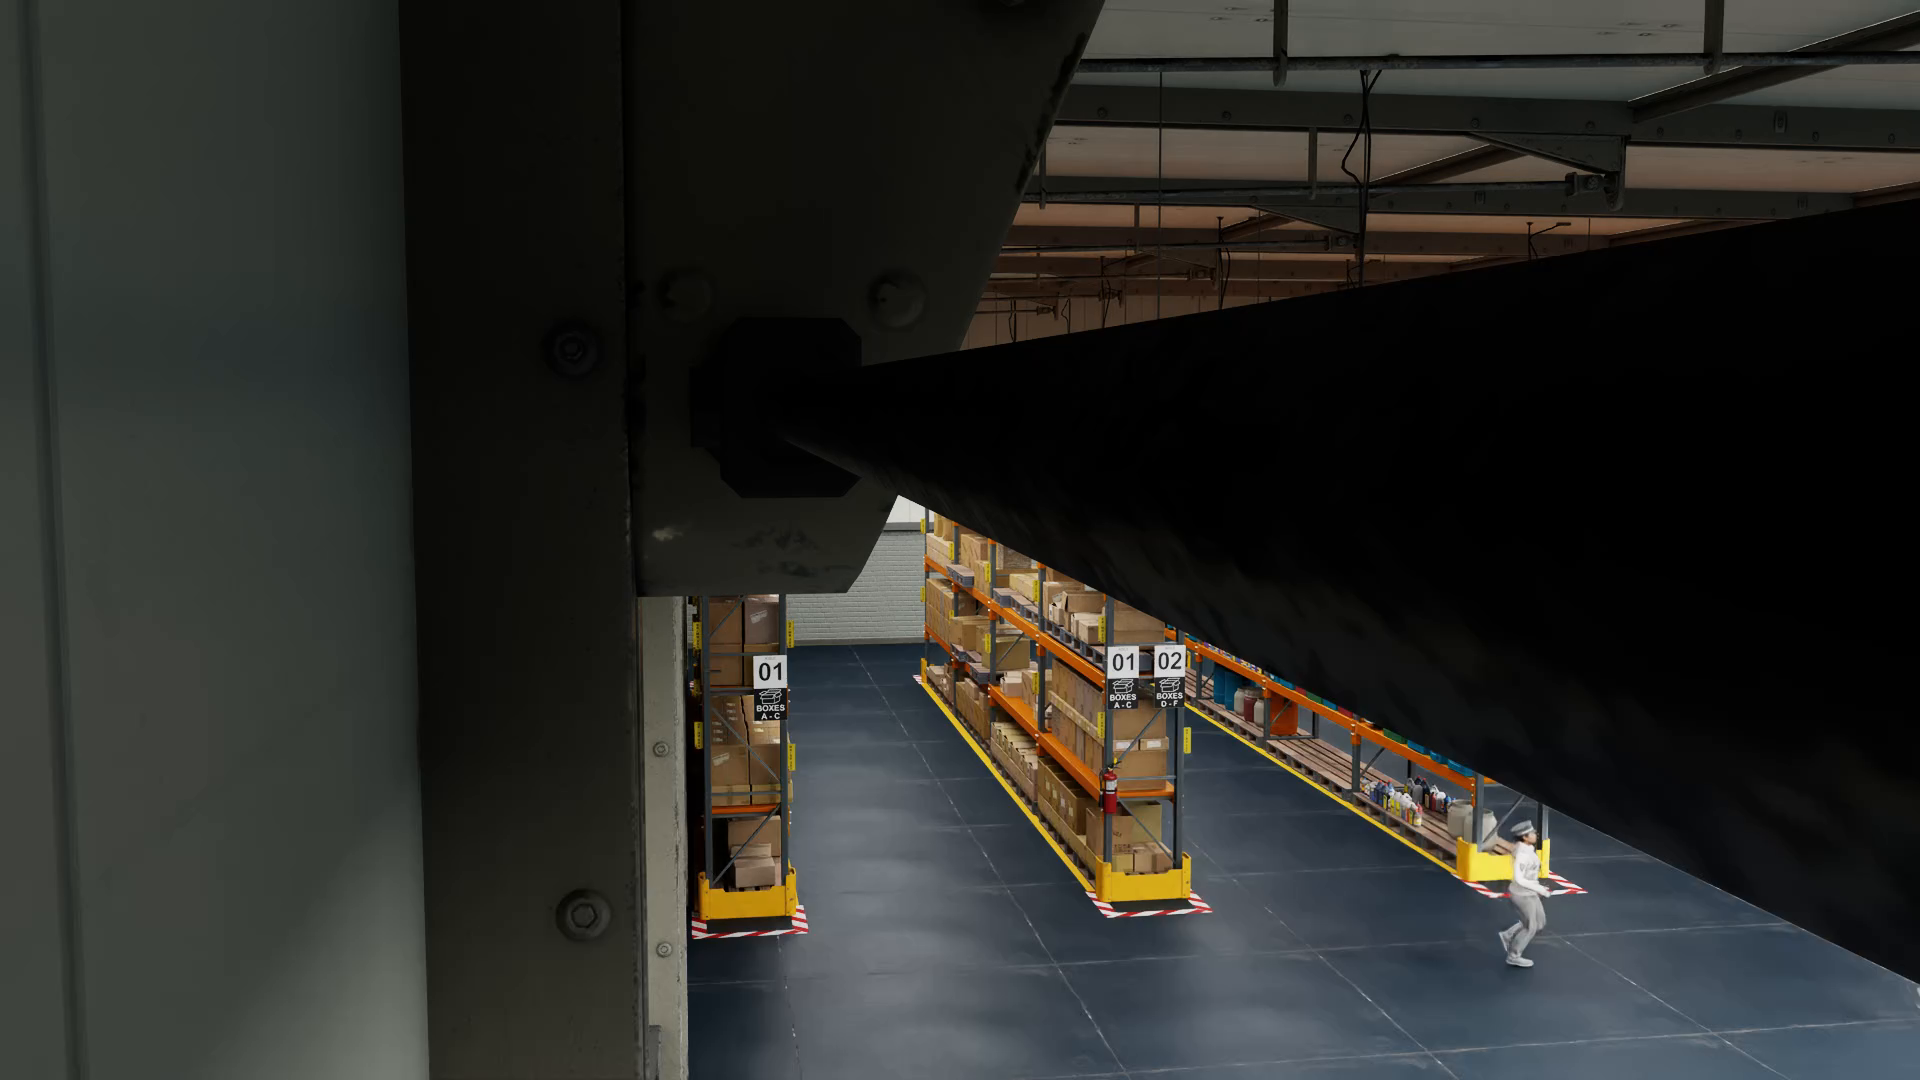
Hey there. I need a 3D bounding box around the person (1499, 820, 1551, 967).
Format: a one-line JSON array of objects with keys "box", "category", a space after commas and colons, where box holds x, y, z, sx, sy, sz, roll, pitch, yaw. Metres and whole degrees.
[{"box": [6.233, 3.888, 18.335, 0.539, 1.646, 0.592, 2, 5, 21], "category": "person"}]
